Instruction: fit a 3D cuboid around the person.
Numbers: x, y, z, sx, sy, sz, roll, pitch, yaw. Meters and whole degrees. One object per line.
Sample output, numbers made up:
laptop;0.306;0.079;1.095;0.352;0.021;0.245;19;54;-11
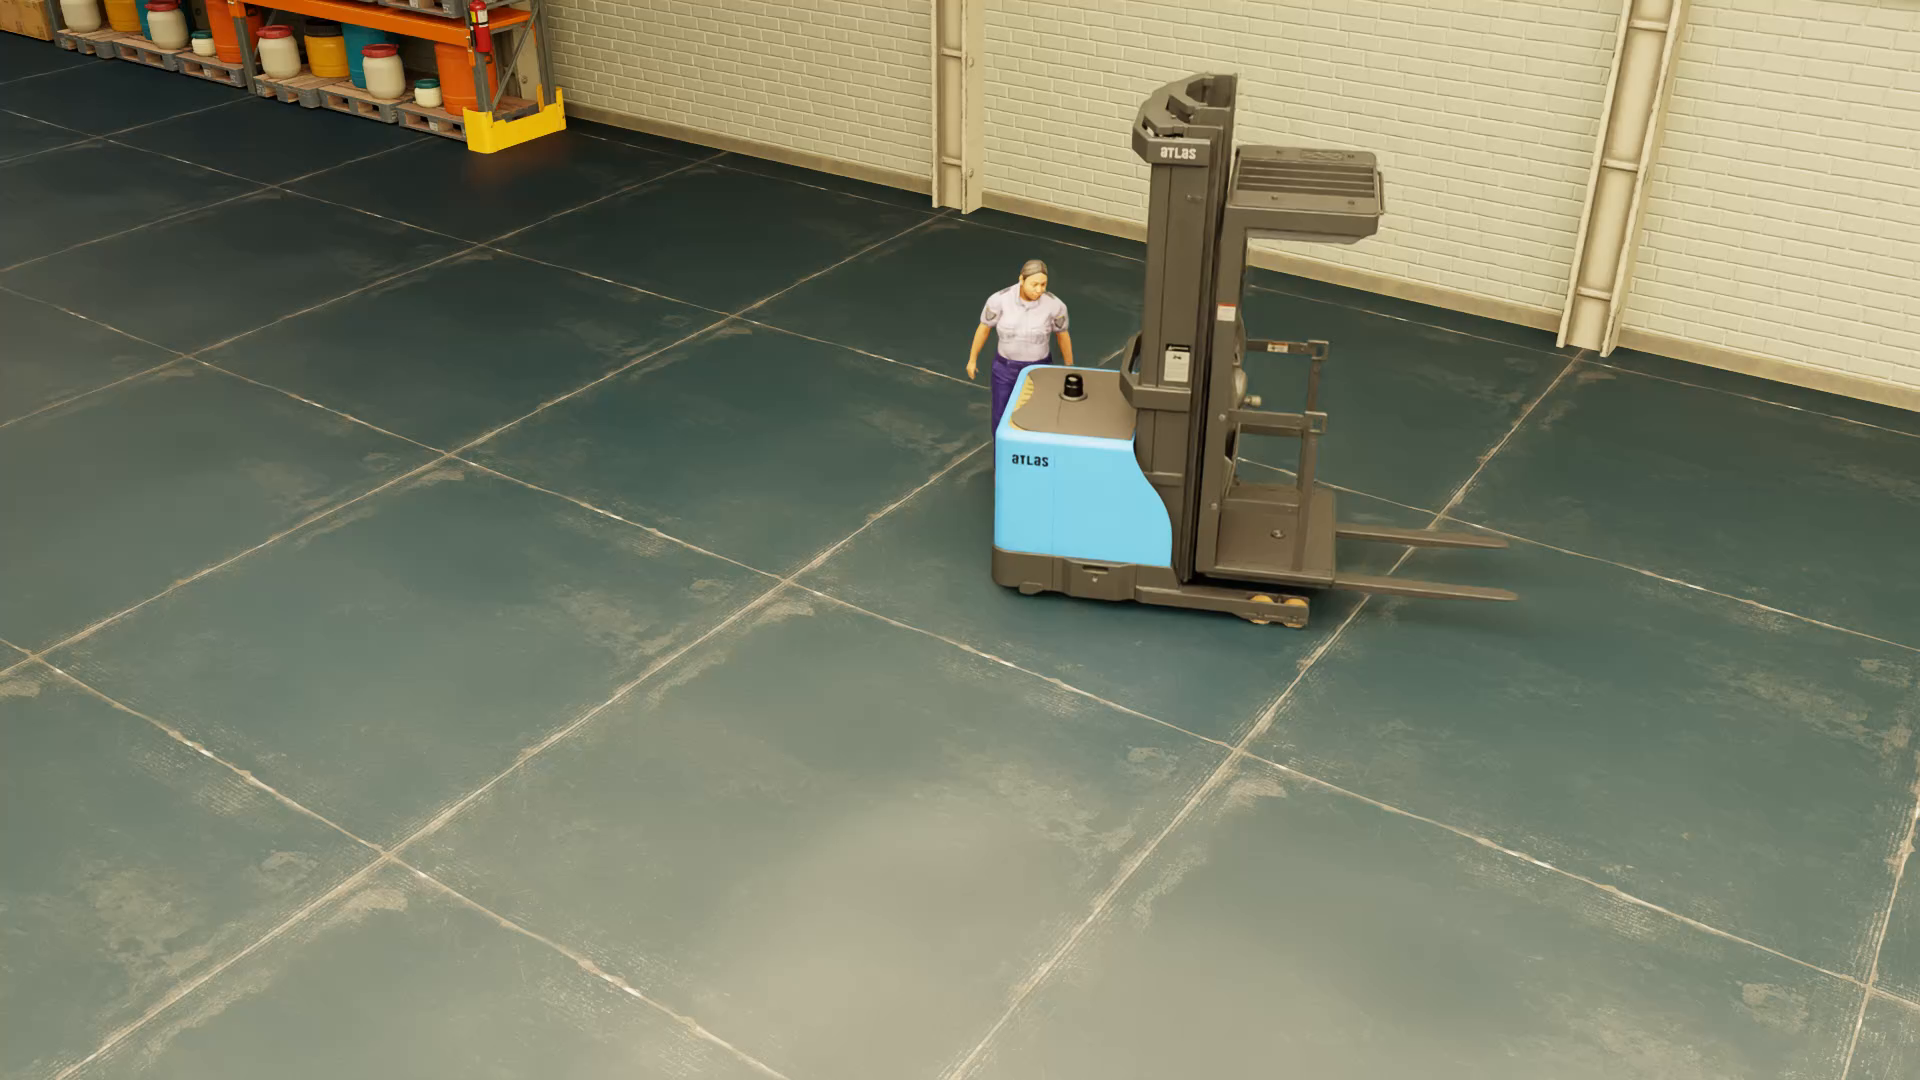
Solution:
person;0.450;-1.084;10.784;0.827;1.624;0.395;2;30;4

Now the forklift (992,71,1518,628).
forklift;1.759;-1.050;9.389;3.031;2.935;1.130;6;31;10
